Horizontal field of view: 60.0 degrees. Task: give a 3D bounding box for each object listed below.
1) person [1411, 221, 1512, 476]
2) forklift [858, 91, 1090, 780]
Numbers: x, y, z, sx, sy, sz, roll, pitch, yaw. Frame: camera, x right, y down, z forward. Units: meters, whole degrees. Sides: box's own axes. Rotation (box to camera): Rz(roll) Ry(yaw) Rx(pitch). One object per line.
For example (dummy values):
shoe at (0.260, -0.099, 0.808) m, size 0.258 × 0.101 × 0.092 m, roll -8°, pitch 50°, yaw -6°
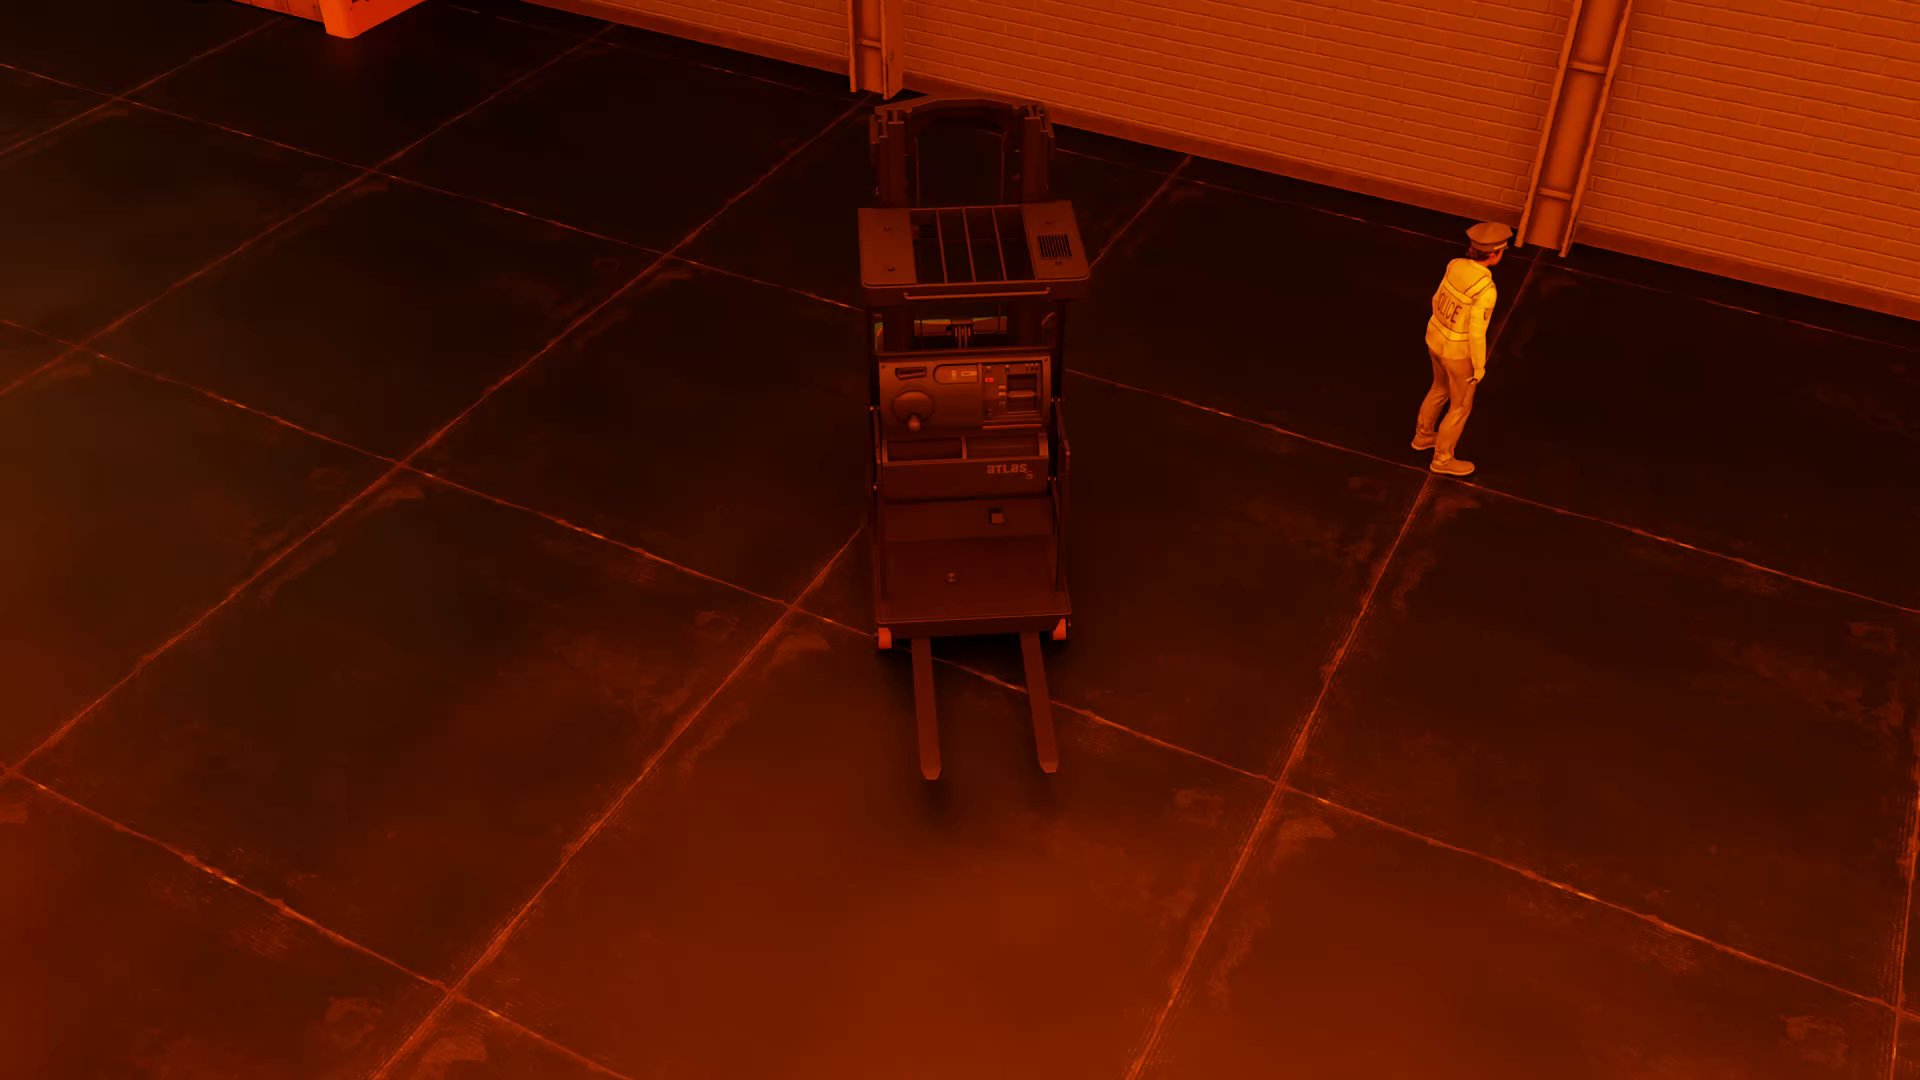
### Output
person at (3.115, -1.203, 10.398) m, size 0.369 × 1.667 × 0.546 m, roll -11°, pitch 41°, yaw -13°
forklift at (0.047, -0.719, 8.841) m, size 1.130 × 2.935 × 3.031 m, roll -3°, pitch 40°, yaw -3°
